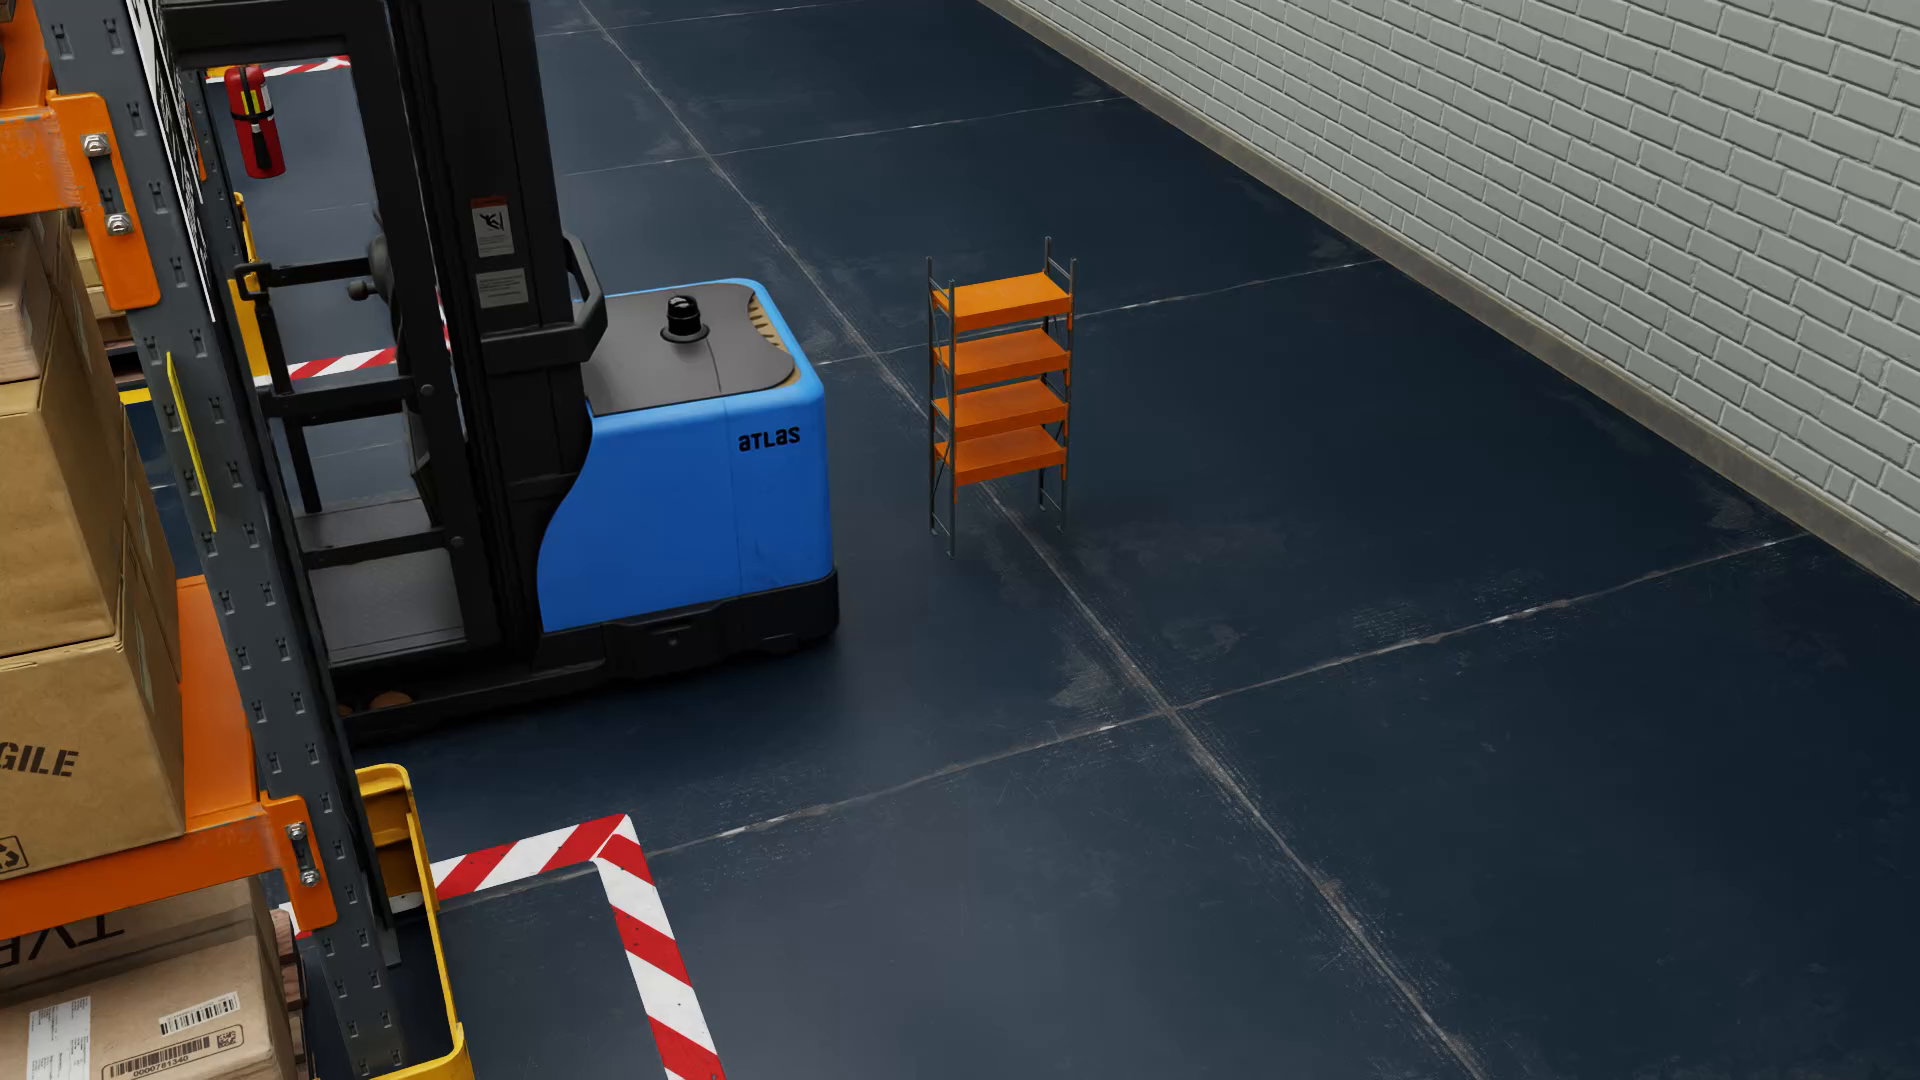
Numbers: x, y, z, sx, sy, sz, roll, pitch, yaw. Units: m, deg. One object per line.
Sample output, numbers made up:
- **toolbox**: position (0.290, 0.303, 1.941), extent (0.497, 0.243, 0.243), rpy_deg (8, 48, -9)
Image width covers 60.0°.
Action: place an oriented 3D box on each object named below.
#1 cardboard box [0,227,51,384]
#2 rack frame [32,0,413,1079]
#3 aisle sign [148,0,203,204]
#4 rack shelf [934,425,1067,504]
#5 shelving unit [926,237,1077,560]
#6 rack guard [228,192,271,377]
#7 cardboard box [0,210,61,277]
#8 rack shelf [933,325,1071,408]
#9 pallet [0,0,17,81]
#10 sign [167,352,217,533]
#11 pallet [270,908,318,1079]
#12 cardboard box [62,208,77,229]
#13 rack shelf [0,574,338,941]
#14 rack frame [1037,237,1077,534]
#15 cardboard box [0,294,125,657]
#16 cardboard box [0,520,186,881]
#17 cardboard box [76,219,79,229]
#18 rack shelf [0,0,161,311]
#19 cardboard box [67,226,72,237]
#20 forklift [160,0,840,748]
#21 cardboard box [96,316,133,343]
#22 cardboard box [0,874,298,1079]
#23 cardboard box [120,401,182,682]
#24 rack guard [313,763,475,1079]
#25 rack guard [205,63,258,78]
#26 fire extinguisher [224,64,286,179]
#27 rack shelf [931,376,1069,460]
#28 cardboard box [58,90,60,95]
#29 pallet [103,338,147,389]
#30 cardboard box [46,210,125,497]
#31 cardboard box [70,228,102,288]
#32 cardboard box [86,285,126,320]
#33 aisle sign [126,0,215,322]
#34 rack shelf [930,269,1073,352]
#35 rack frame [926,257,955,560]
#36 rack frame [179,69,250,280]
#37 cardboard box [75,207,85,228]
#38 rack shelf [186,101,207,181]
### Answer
- **cardboard box**: position (-1.830, -0.421, 3.044), extent (0.250, 0.149, 0.380), rpy_deg (-12, 35, -18)
- **rack frame**: position (-1.577, 0.135, 3.792), extent (0.127, 3.000, 1.000), rpy_deg (-13, 35, -19)
- **aisle sign**: position (-1.623, -1.115, 3.330), extent (0.004, 0.787, 0.394), rpy_deg (-13, 35, -19)
- **rack shelf**: position (0.153, -0.315, 6.621), extent (0.480, 0.148, 0.258), rpy_deg (-13, 35, -19)
- **shelving unit**: position (0.153, -0.538, 6.476), extent (0.503, 1.200, 0.258), rpy_deg (-13, 35, -19)
- **rack guard**: position (-3.656, -1.269, 8.241), extent (0.348, 0.500, 1.175), rpy_deg (-13, 35, -19)
- **cardboard box**: position (-2.011, -0.662, 3.414), extent (0.250, 0.149, 0.380), rpy_deg (-12, 35, -18)
- **rack shelf**: position (0.153, -0.669, 6.391), extent (0.480, 0.148, 0.258), rpy_deg (-13, 35, -19)
- **pallet**: position (-2.257, -0.923, 2.749), extent (1.213, 0.211, 1.003), rpy_deg (-13, 35, -19)
- **sign**: position (-1.379, -0.173, 2.987), extent (0.005, 0.325, 0.100), rpy_deg (-13, 35, -19)
- **pallet**: position (-2.284, 1.512, 4.232), extent (1.213, 0.211, 1.003), rpy_deg (-13, 35, -19)
- **cardboard box**: position (-4.408, -1.504, 7.995), extent (0.250, 0.149, 0.380), rpy_deg (-12, 35, -18)
- **rack shelf**: position (-3.421, 0.859, 3.339), extent (4.000, 0.370, 1.077), rpy_deg (-13, 35, -19)
- **rack frame**: position (0.378, -0.589, 6.556), extent (0.015, 1.200, 0.240), rpy_deg (-13, 35, -19)
- **cardboard box**: position (-1.929, -0.104, 3.151), extent (0.500, 0.500, 0.500), rpy_deg (-12, 35, -17)
- **cardboard box**: position (-1.919, 0.328, 3.403), extent (0.500, 0.500, 0.500), rpy_deg (-13, 35, -19)
- **cardboard box**: position (-4.443, -1.427, 8.149), extent (0.250, 0.149, 0.380), rpy_deg (-13, 35, -19)
- **rack shelf**: position (-3.421, -0.398, 2.521), extent (4.000, 0.370, 1.077), rpy_deg (-13, 35, -19)
- **cardboard box**: position (-4.230, -1.300, 7.680), extent (0.250, 0.149, 0.380), rpy_deg (-12, 35, -18)
- **forklift**: position (-2.020, -0.831, 5.339), extent (3.031, 2.935, 1.130), rpy_deg (-11, 35, -16)
- **cardboard box**: position (-3.991, -1.098, 7.915), extent (0.250, 0.149, 0.380), rpy_deg (-12, 35, -18)
- **cardboard box**: position (-2.146, 1.223, 4.084), extent (0.875, 0.438, 0.875), rpy_deg (-14, 36, -21)
- **cardboard box**: position (-2.130, 0.050, 3.831), extent (0.500, 0.500, 0.500), rpy_deg (-13, 35, -19)
- **rack guard**: position (-1.554, 1.178, 4.481), extent (0.348, 0.500, 1.175), rpy_deg (-13, 35, -19)
- **rack guard**: position (-5.391, -3.805, 12.140), extent (0.348, 0.500, 1.175), rpy_deg (-13, 35, -19)
- **fire extinguisher**: position (-3.175, -1.965, 7.432), extent (0.183, 0.674, 0.296), rpy_deg (-13, 35, -19)
- **rack shelf**: position (0.153, -0.481, 6.513), extent (0.480, 0.148, 0.258), rpy_deg (-13, 35, -19)
- **cardboard box**: position (-4.021, -1.983, 7.277), extent (0.250, 0.149, 0.380), rpy_deg (-13, 35, -19)
- **pallet**: position (-4.419, -0.994, 8.084), extent (1.213, 0.211, 1.003), rpy_deg (-13, 35, -19)
- **cardboard box**: position (-2.129, -0.368, 3.556), extent (0.500, 0.500, 0.500), rpy_deg (-14, 35, -20)
- **cardboard box**: position (-3.976, -1.324, 7.718), extent (0.250, 0.149, 0.380), rpy_deg (-12, 35, -18)
- **cardboard box**: position (-3.962, -1.183, 7.774), extent (0.250, 0.149, 0.380), rpy_deg (-14, 36, -20)
- **aisle sign**: position (-1.390, -0.814, 2.866), extent (0.004, 0.787, 0.394), rpy_deg (-13, 35, -19)
- **rack shelf**: position (0.153, -0.867, 6.262), extent (0.480, 0.148, 0.258), rpy_deg (-13, 35, -19)
- **rack frame**: position (-0.072, -0.486, 6.397), extent (0.015, 1.200, 0.240), rpy_deg (-13, 35, -19)
- **rack frame**: position (-3.586, -2.333, 7.584), extent (0.127, 3.000, 1.000), rpy_deg (-13, 35, -19)
- **cardboard box**: position (-4.201, -1.623, 8.178), extent (0.250, 0.149, 0.380), rpy_deg (-15, 36, -21)
- **rack shelf**: position (-5.430, -1.609, 7.132), extent (4.000, 0.370, 1.077), rpy_deg (-13, 35, -19)
